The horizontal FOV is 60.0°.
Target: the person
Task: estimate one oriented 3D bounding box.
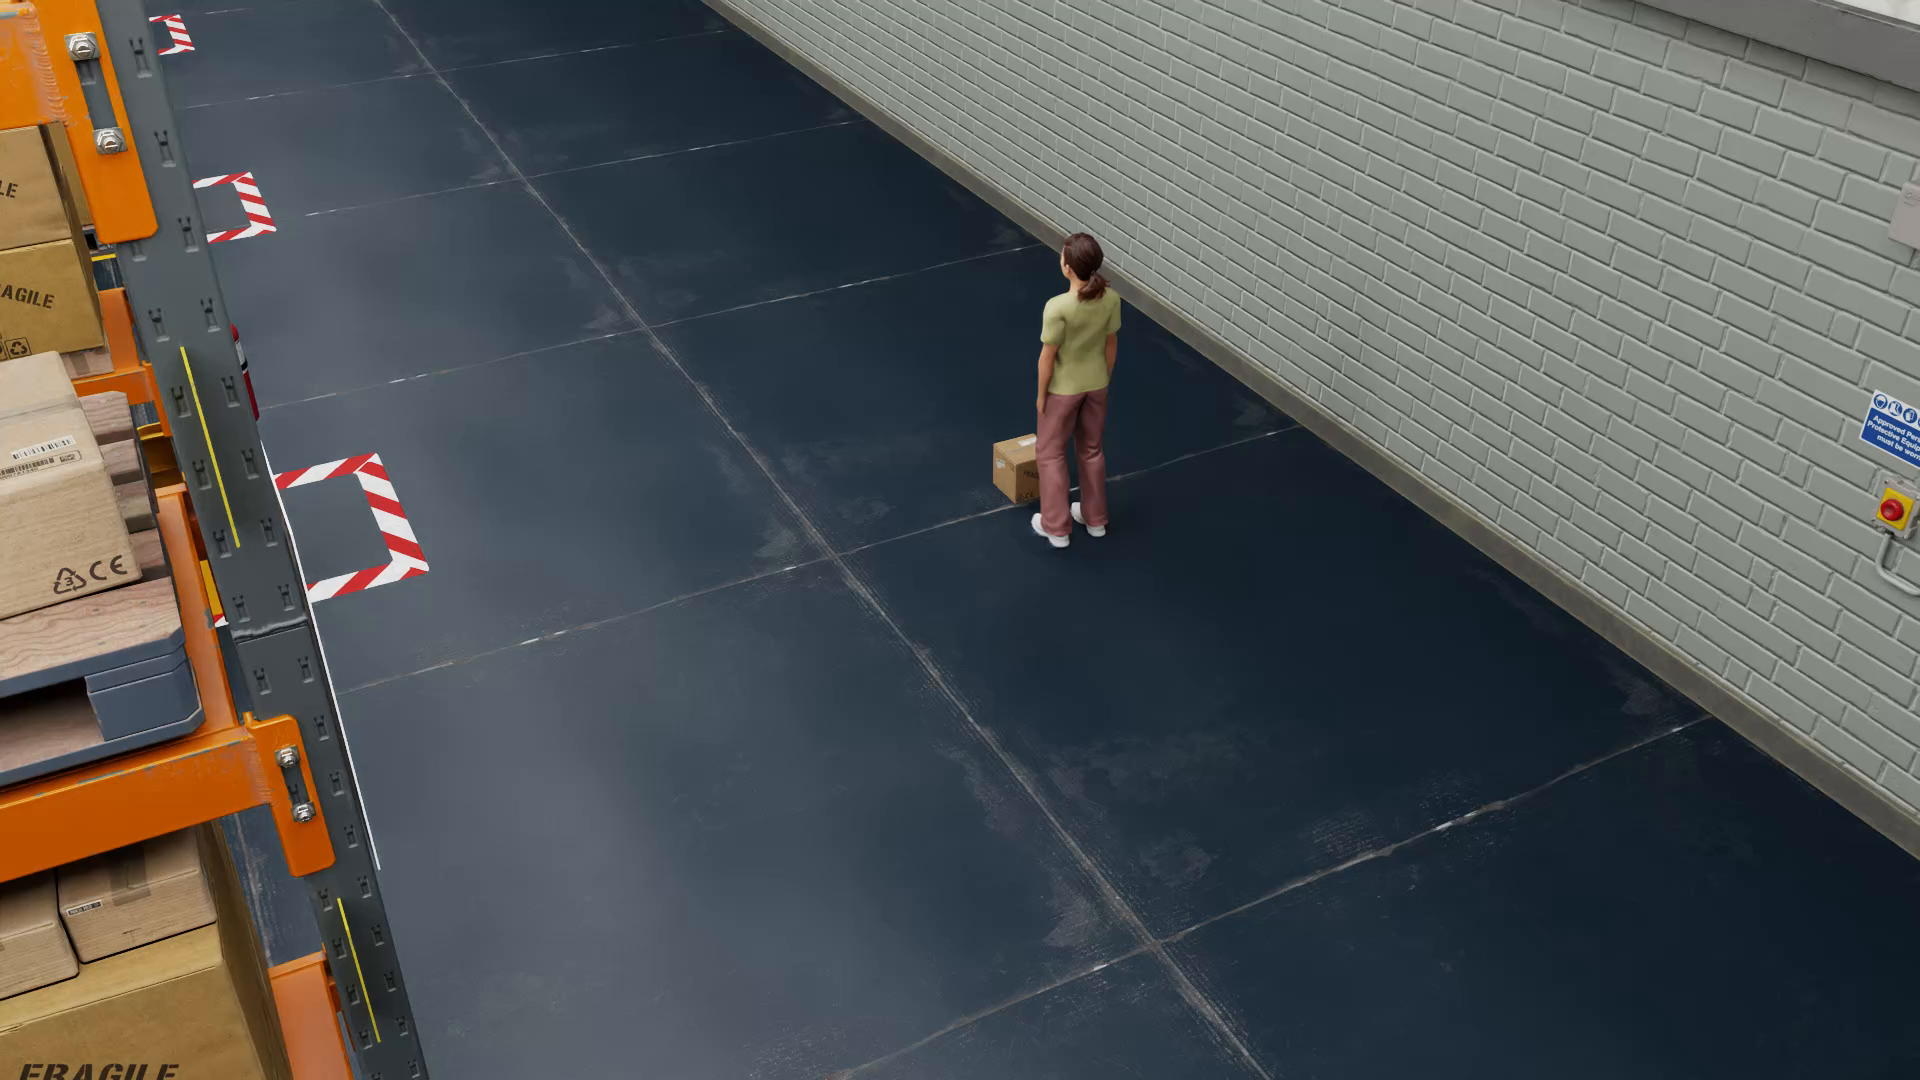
[{"bbox_3d":[0.571,-0.739,8.281,0.438,1.667,0.357,-15,36,-22],"label":"person"}]
